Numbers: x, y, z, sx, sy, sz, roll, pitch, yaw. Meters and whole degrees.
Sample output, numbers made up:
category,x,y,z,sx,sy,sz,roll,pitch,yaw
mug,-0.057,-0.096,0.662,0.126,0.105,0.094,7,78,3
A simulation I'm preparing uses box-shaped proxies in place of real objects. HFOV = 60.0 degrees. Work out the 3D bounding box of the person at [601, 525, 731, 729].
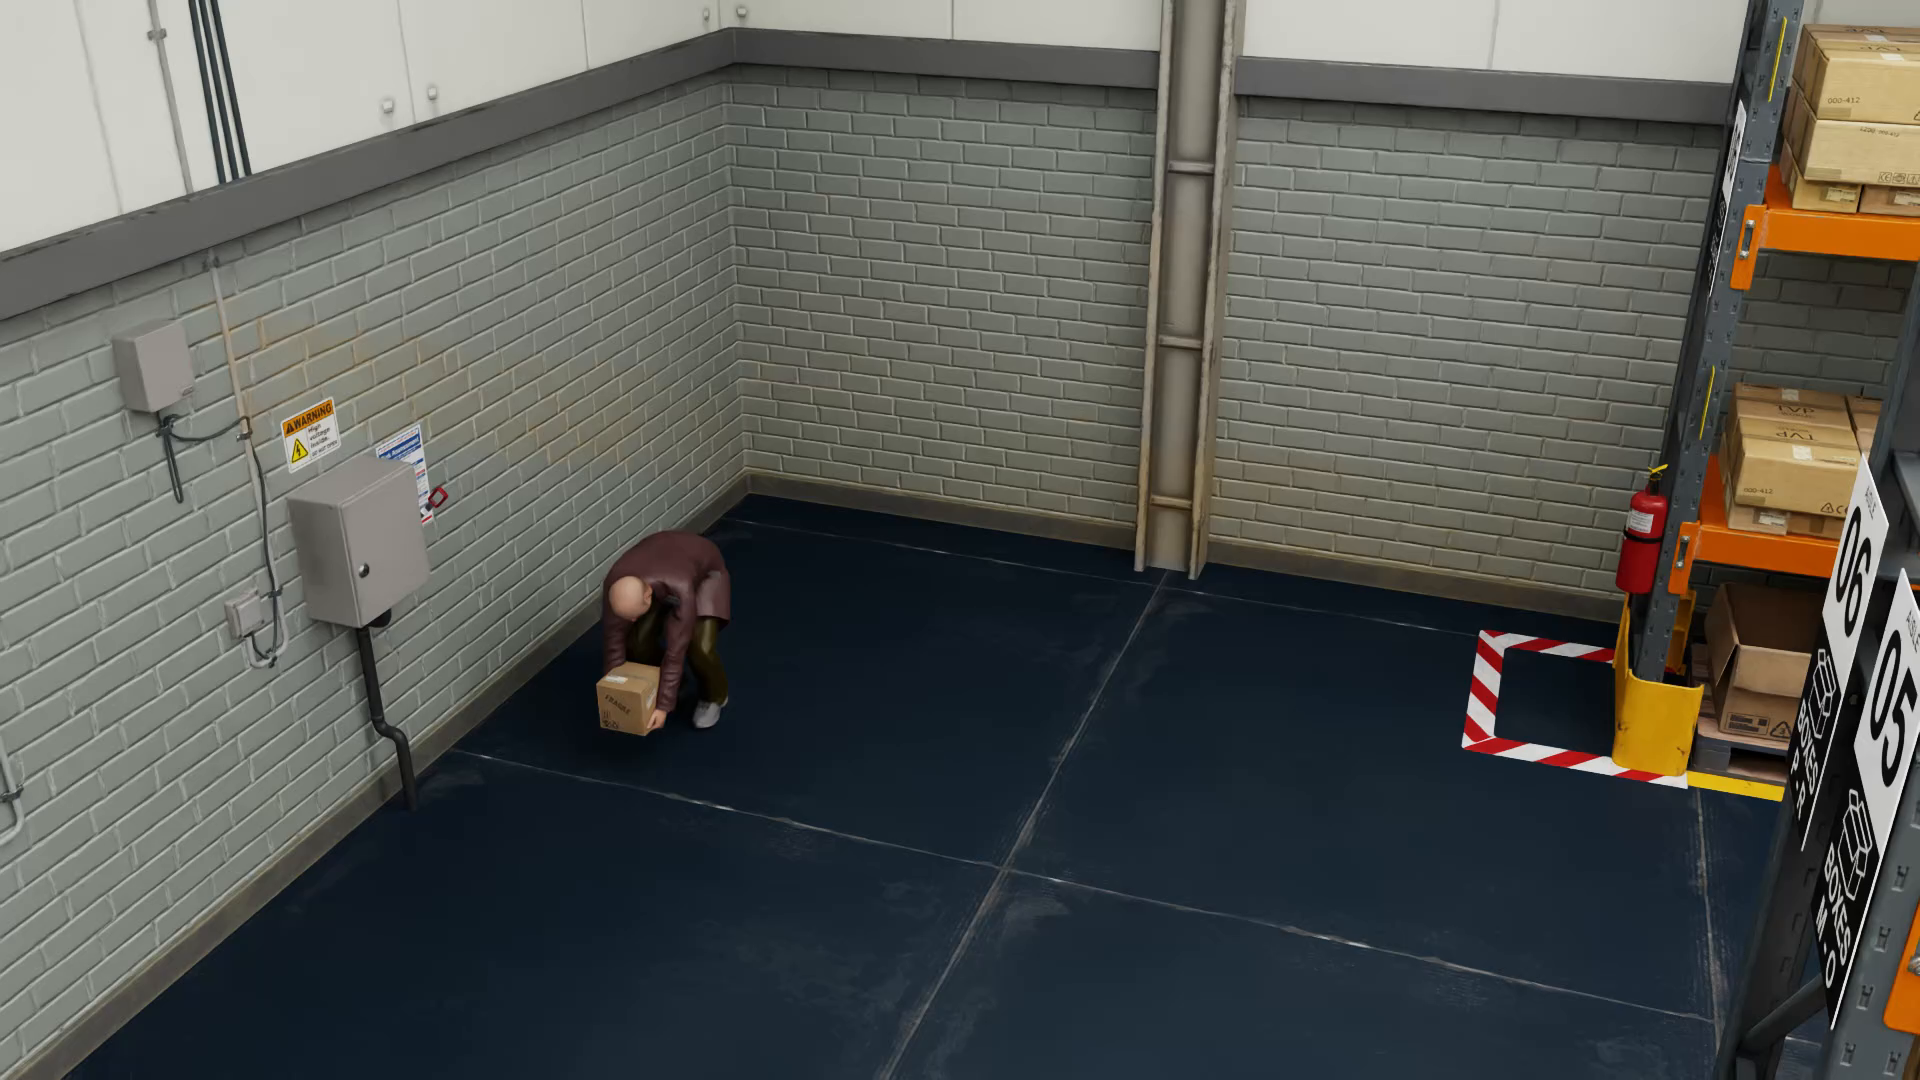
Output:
category,x,y,z,sx,sy,sz,roll,pitch,yaw
person,-1.494,0.489,8.424,0.591,1.067,0.943,7,26,15
